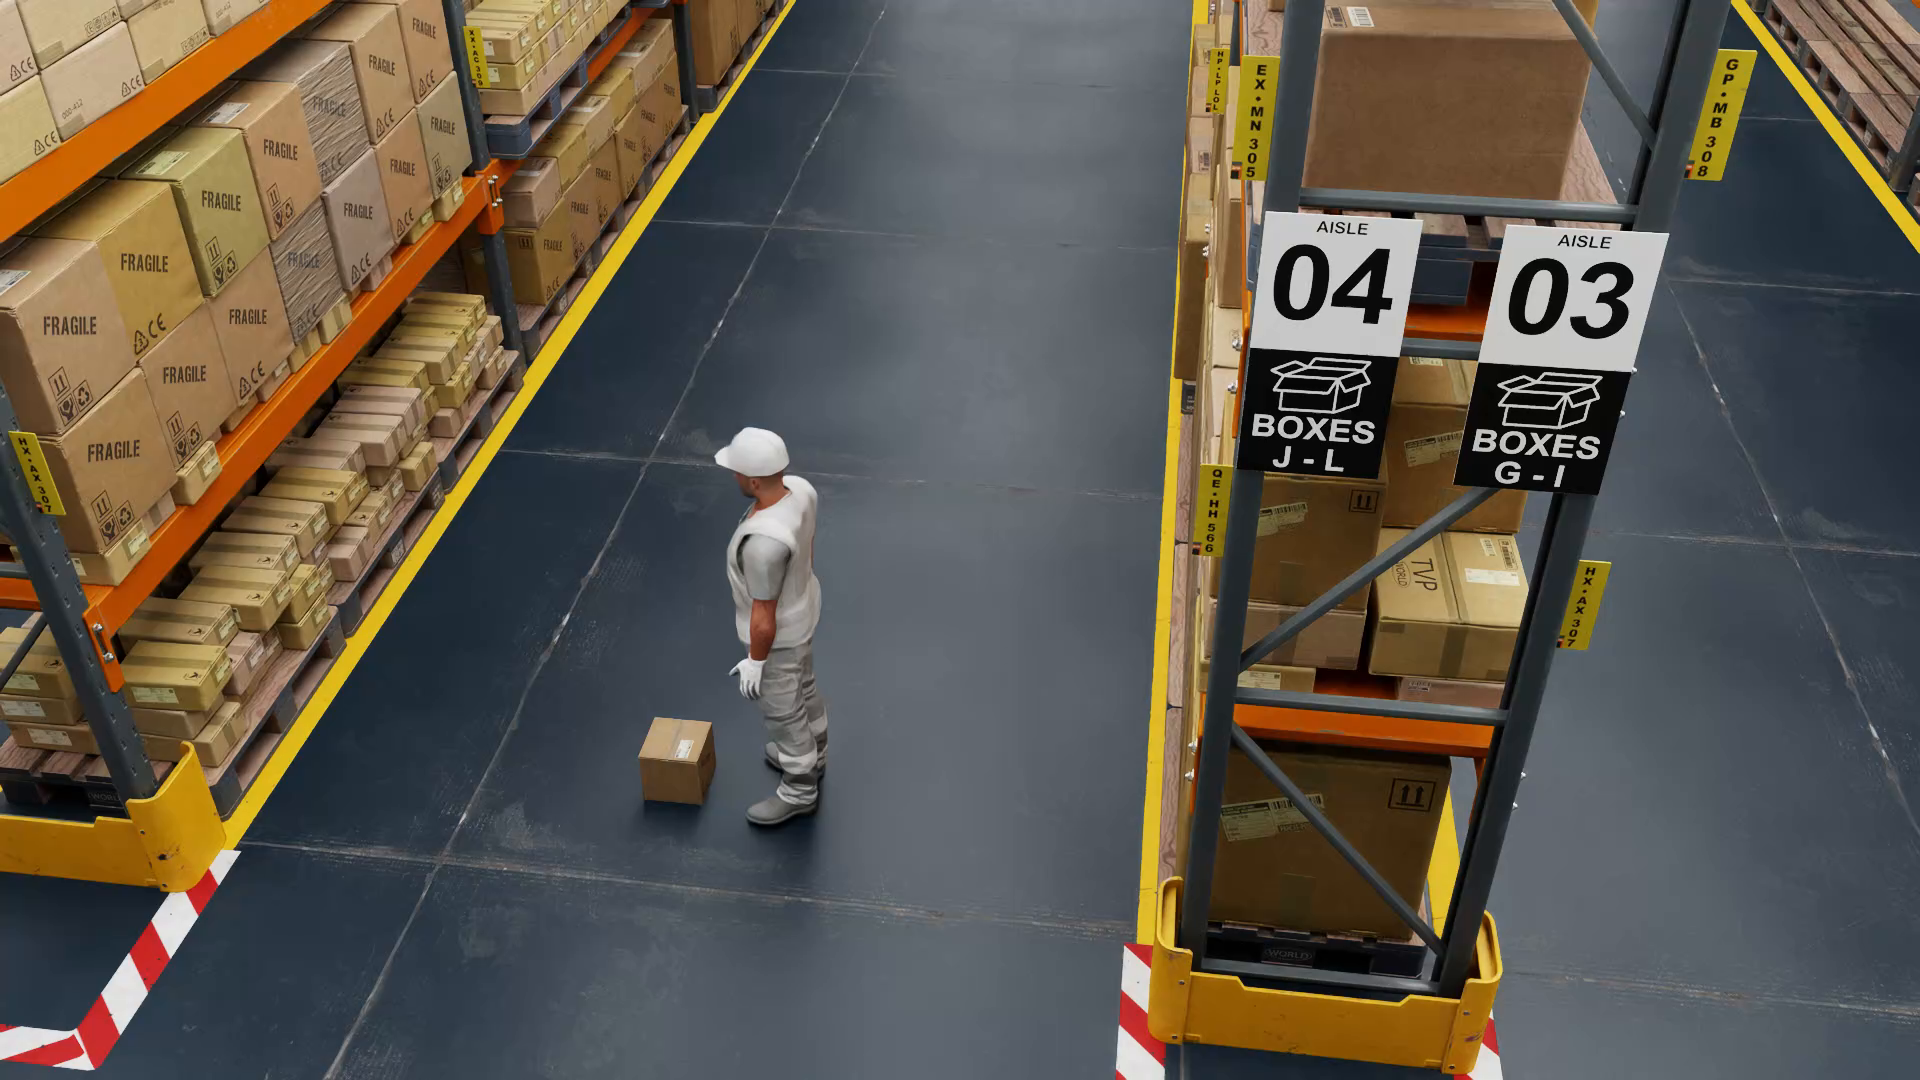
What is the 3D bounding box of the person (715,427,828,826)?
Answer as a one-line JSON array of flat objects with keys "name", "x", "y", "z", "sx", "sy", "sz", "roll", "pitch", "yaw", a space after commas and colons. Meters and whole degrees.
[{"name": "person", "x": -0.728, "y": 0.347, "z": 6.511, "sx": 0.356, "sy": 1.788, "sz": 0.579, "roll": 5, "pitch": 36, "yaw": 7}]
